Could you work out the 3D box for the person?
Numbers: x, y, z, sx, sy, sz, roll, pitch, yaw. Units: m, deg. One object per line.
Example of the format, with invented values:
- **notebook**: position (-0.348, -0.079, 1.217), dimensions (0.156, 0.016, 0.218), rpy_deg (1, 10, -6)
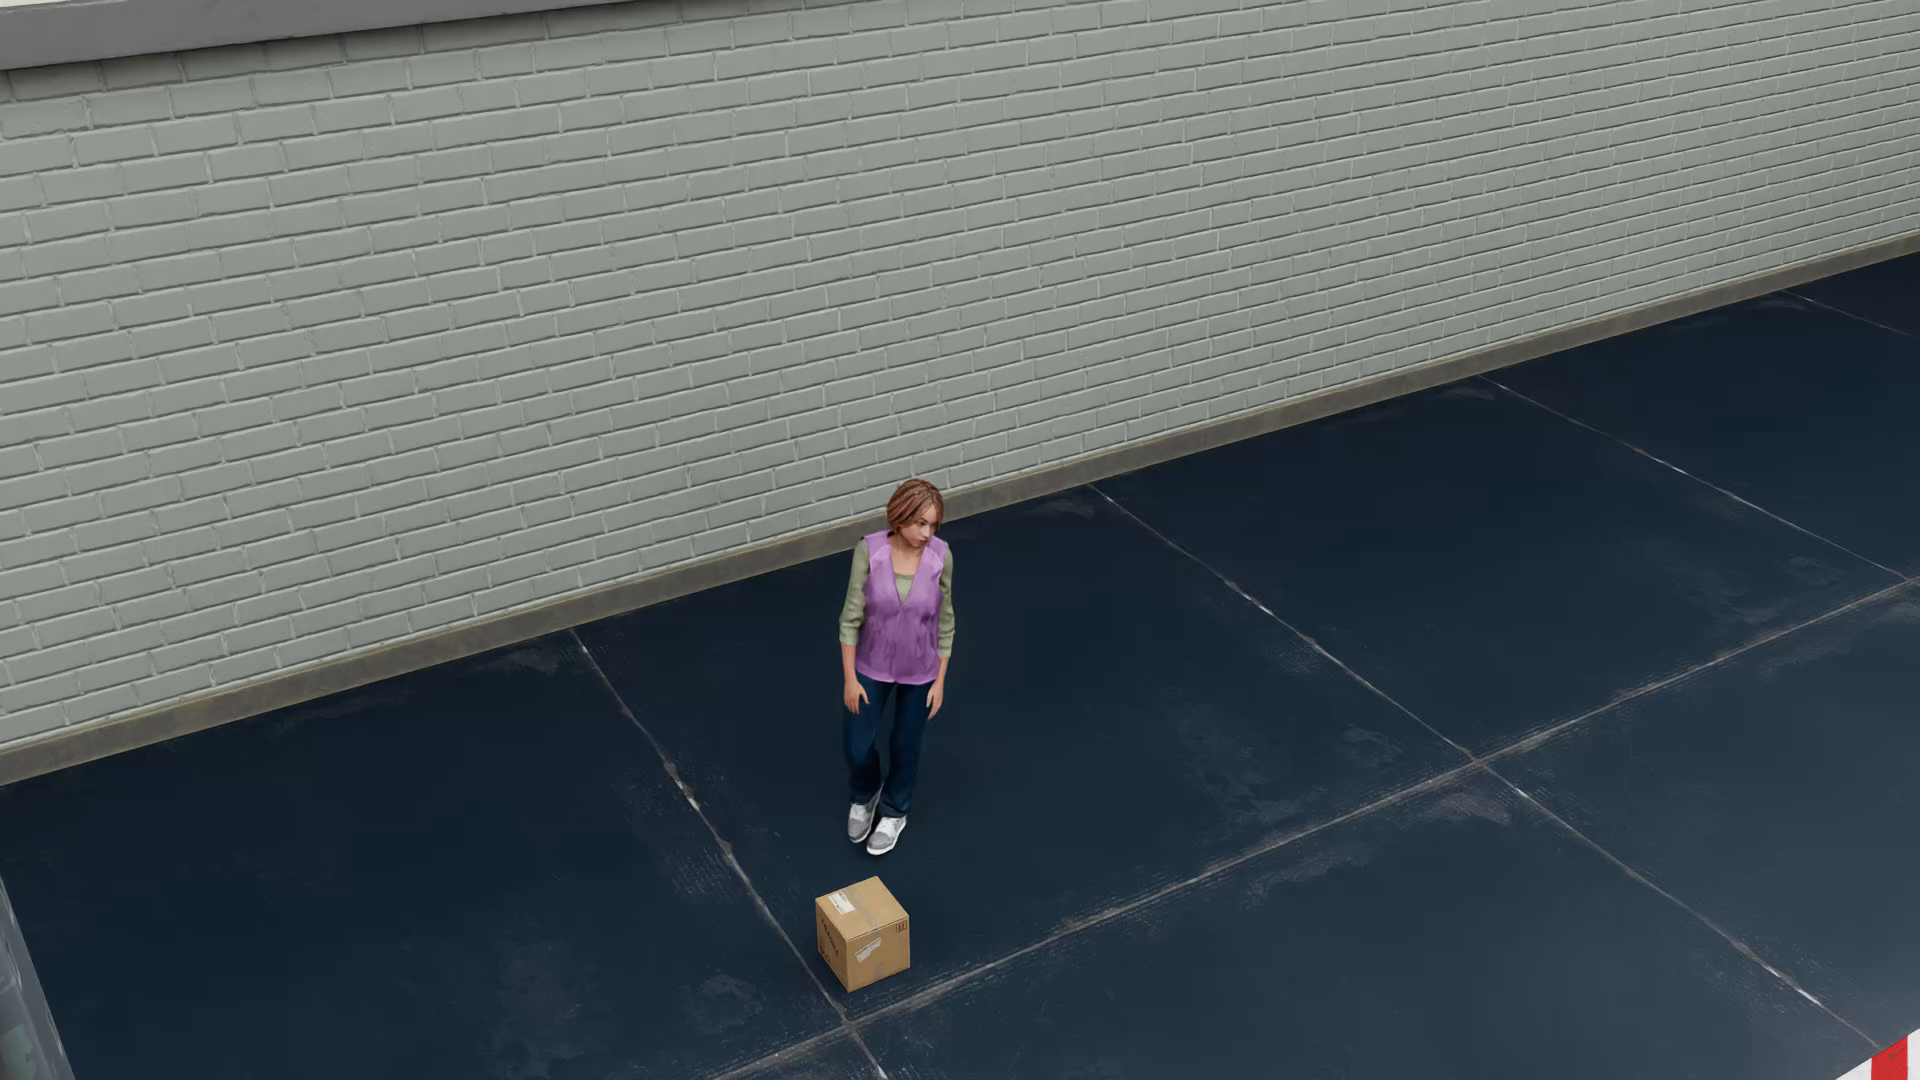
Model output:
- **person**: position (-0.235, 0.509, 6.242), dimensions (0.433, 1.593, 0.361), rpy_deg (1, 29, 2)
